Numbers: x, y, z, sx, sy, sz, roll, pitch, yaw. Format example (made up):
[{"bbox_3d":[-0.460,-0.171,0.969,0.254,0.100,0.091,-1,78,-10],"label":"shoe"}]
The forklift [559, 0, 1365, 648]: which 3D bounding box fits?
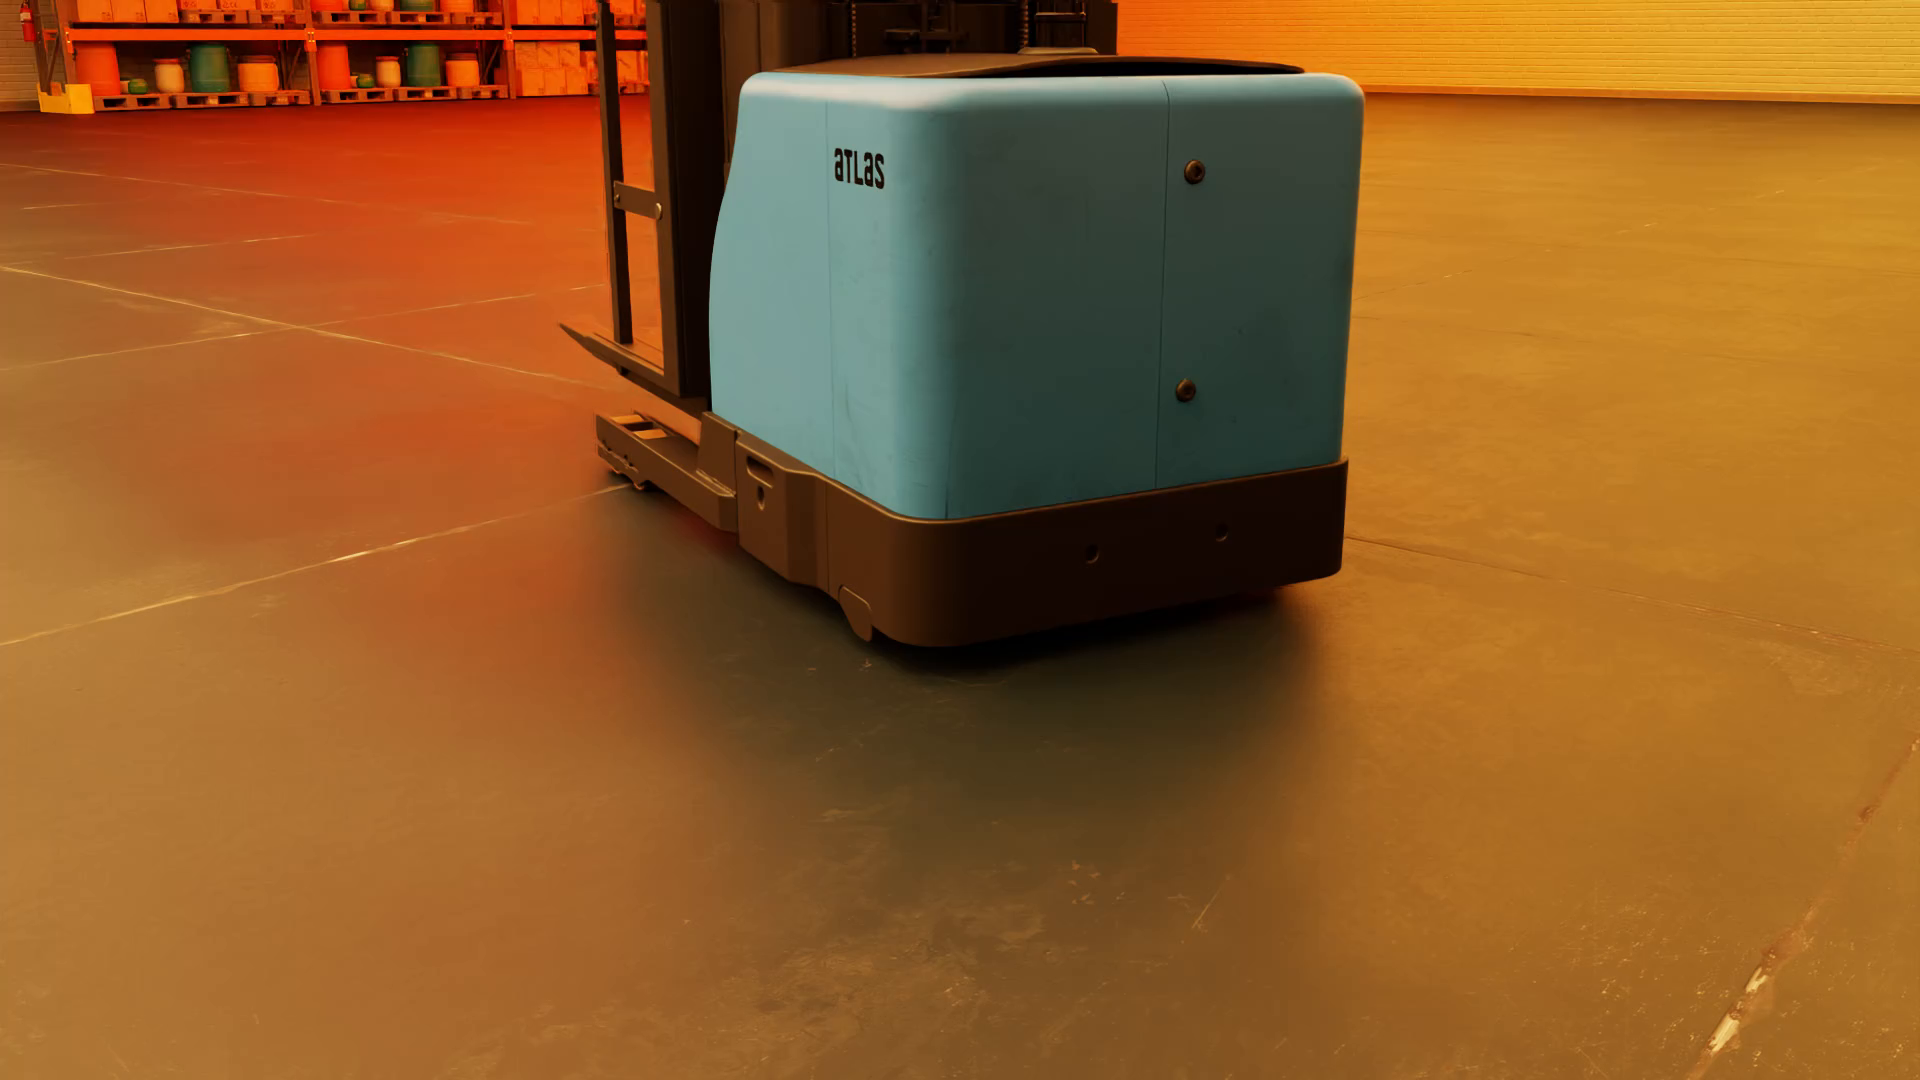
[{"bbox_3d":[-0.336,-1.584,4.115,1.130,2.935,3.031,-9,19,-27],"label":"forklift"}]
